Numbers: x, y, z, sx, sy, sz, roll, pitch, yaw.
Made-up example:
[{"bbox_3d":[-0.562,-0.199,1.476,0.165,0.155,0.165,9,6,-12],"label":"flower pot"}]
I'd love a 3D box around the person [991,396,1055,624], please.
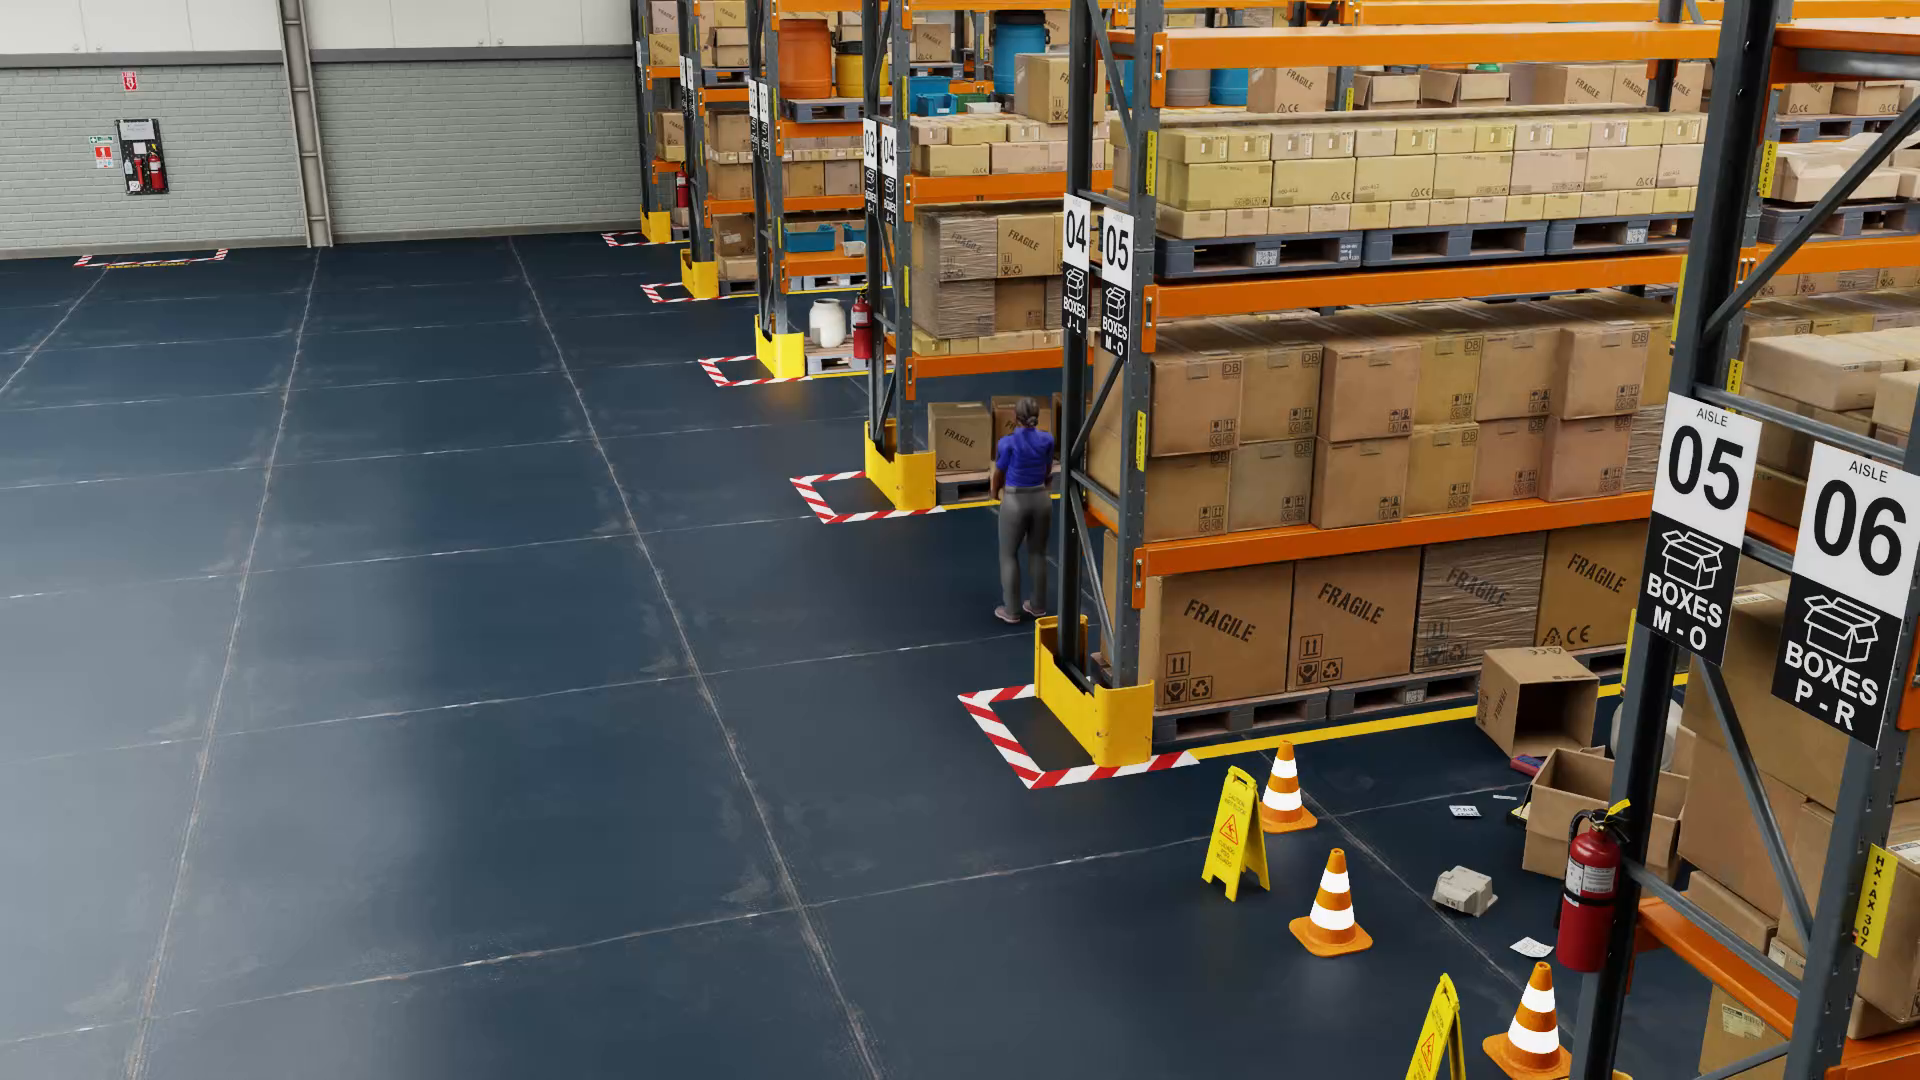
[{"bbox_3d":[0.431,-0.244,11.784,0.441,1.657,0.499,-6,20,-18],"label":"person"}]
